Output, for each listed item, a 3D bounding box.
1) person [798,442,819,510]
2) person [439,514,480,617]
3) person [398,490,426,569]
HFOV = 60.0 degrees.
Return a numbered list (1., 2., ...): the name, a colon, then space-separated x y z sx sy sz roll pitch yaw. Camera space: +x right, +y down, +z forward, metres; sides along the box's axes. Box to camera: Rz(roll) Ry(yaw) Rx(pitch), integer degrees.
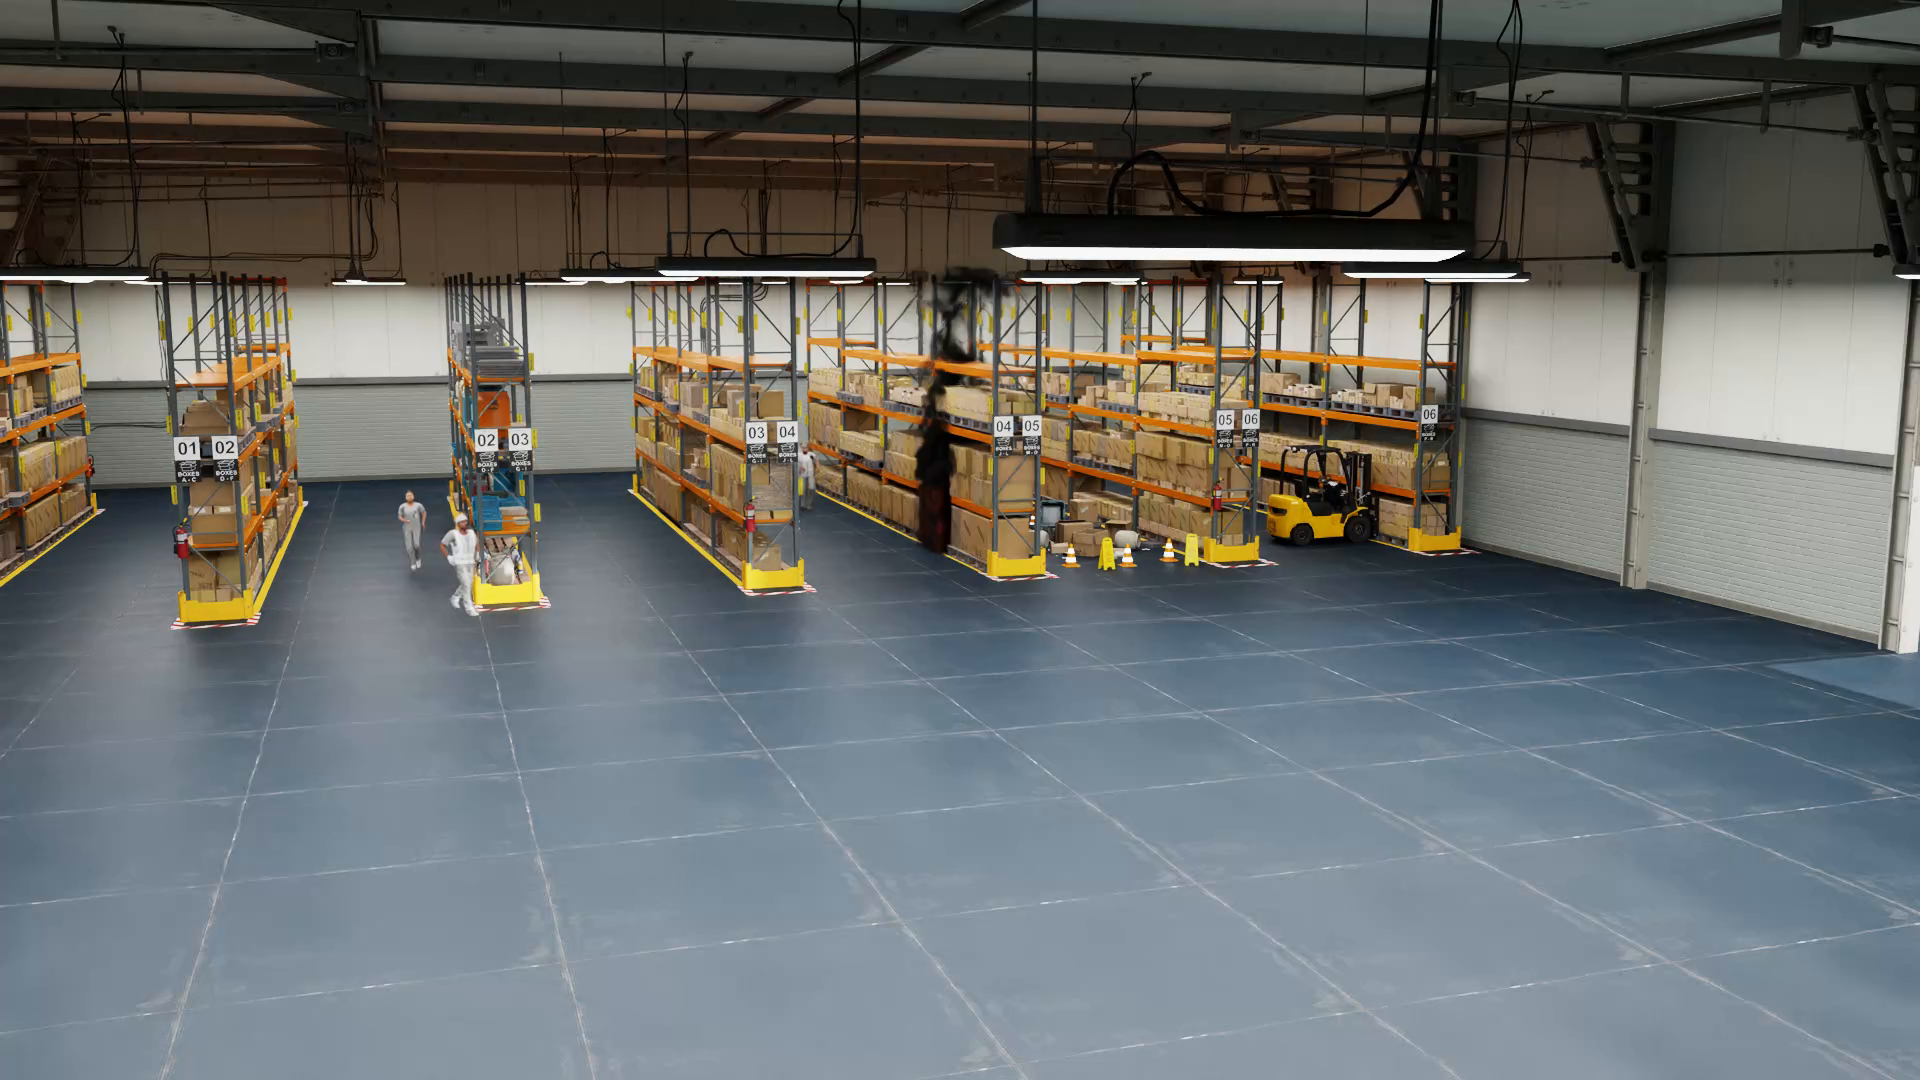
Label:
1. person: -3.997 -1.660 43.371 0.671 1.809 0.737 -2 9 -12
2. person: -8.773 0.423 29.374 0.870 1.768 0.694 6 11 37
3. person: -11.156 -0.196 33.886 0.543 1.627 0.621 -2 9 -14
